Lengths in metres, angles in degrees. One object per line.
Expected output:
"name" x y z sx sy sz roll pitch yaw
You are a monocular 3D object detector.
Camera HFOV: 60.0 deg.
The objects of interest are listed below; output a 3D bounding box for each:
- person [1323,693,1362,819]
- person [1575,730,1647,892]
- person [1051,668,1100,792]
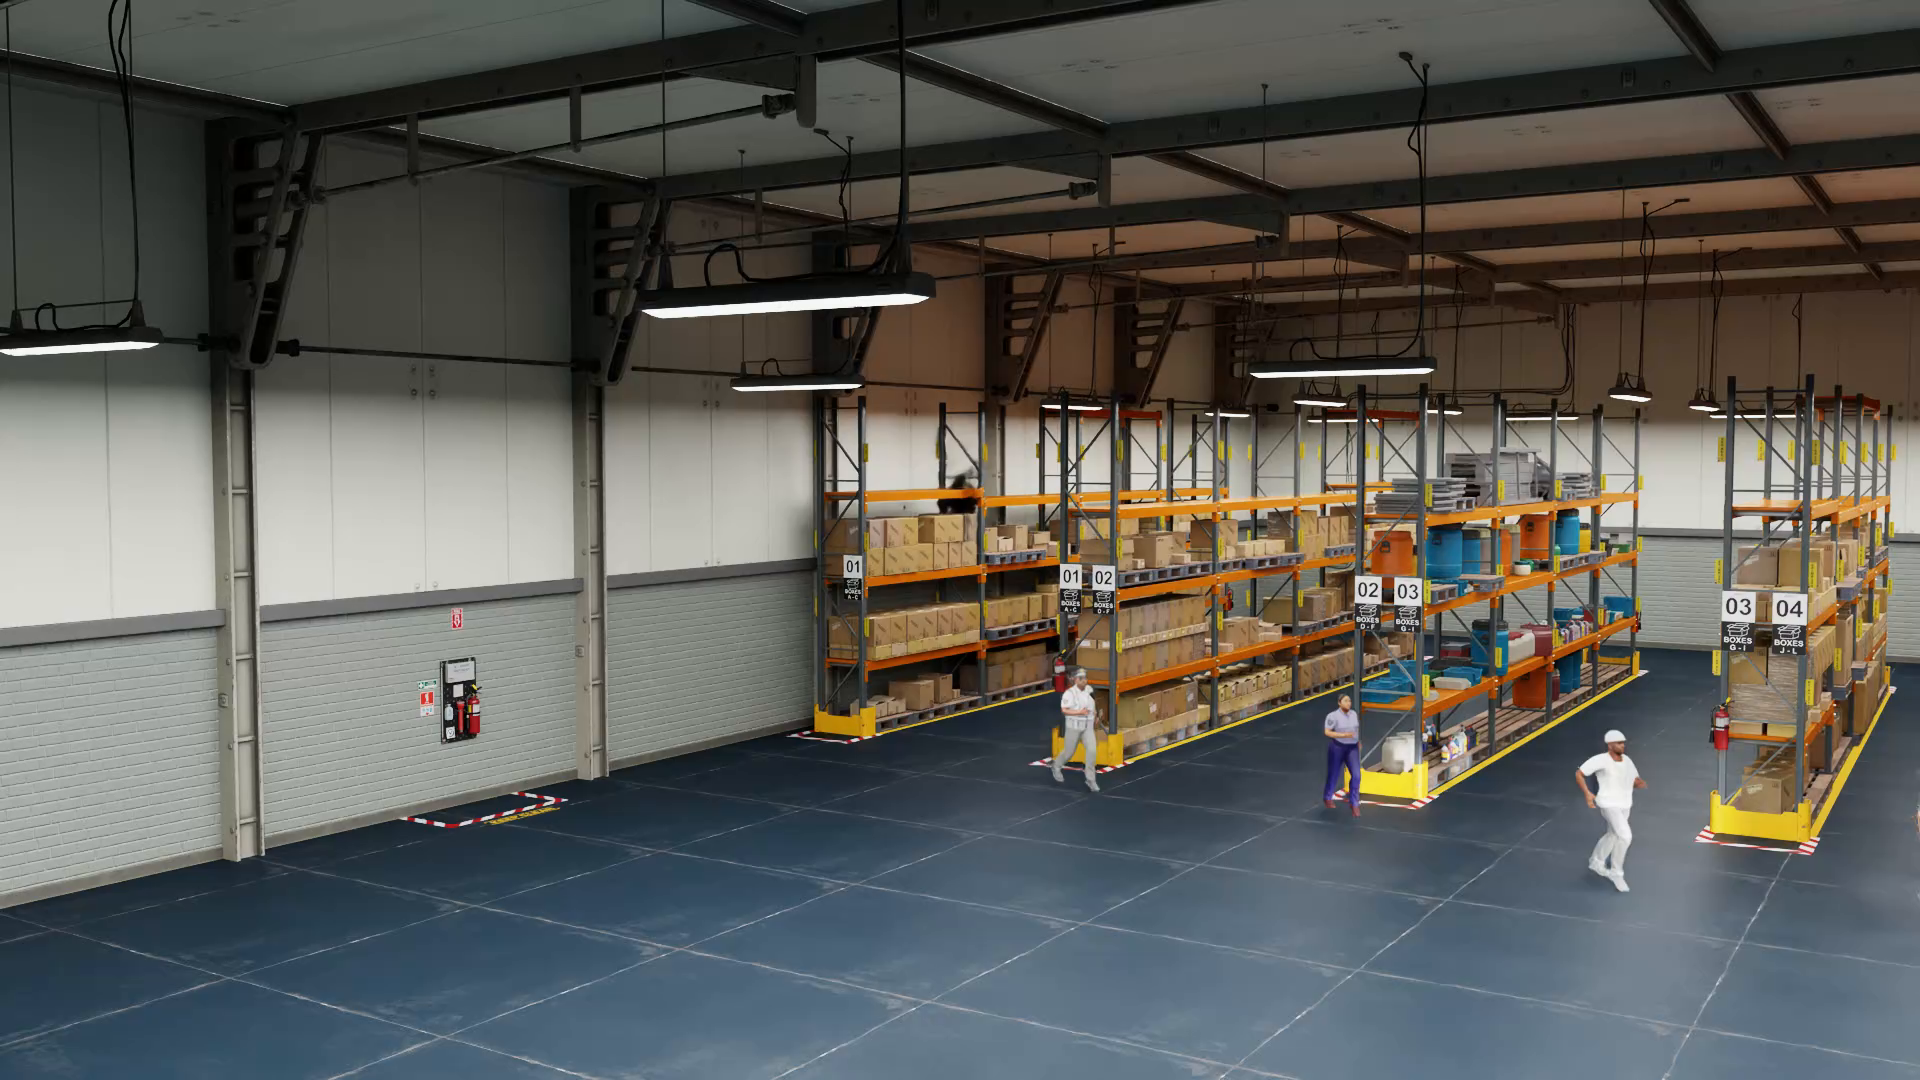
"person" 5.311 2.964 23.034 0.611 1.677 0.758 -1 3 -13
"person" 7.570 3.112 19.229 0.674 1.830 0.764 -2 3 -31
"person" 1.766 2.813 24.877 0.671 1.821 0.963 -2 3 -27
